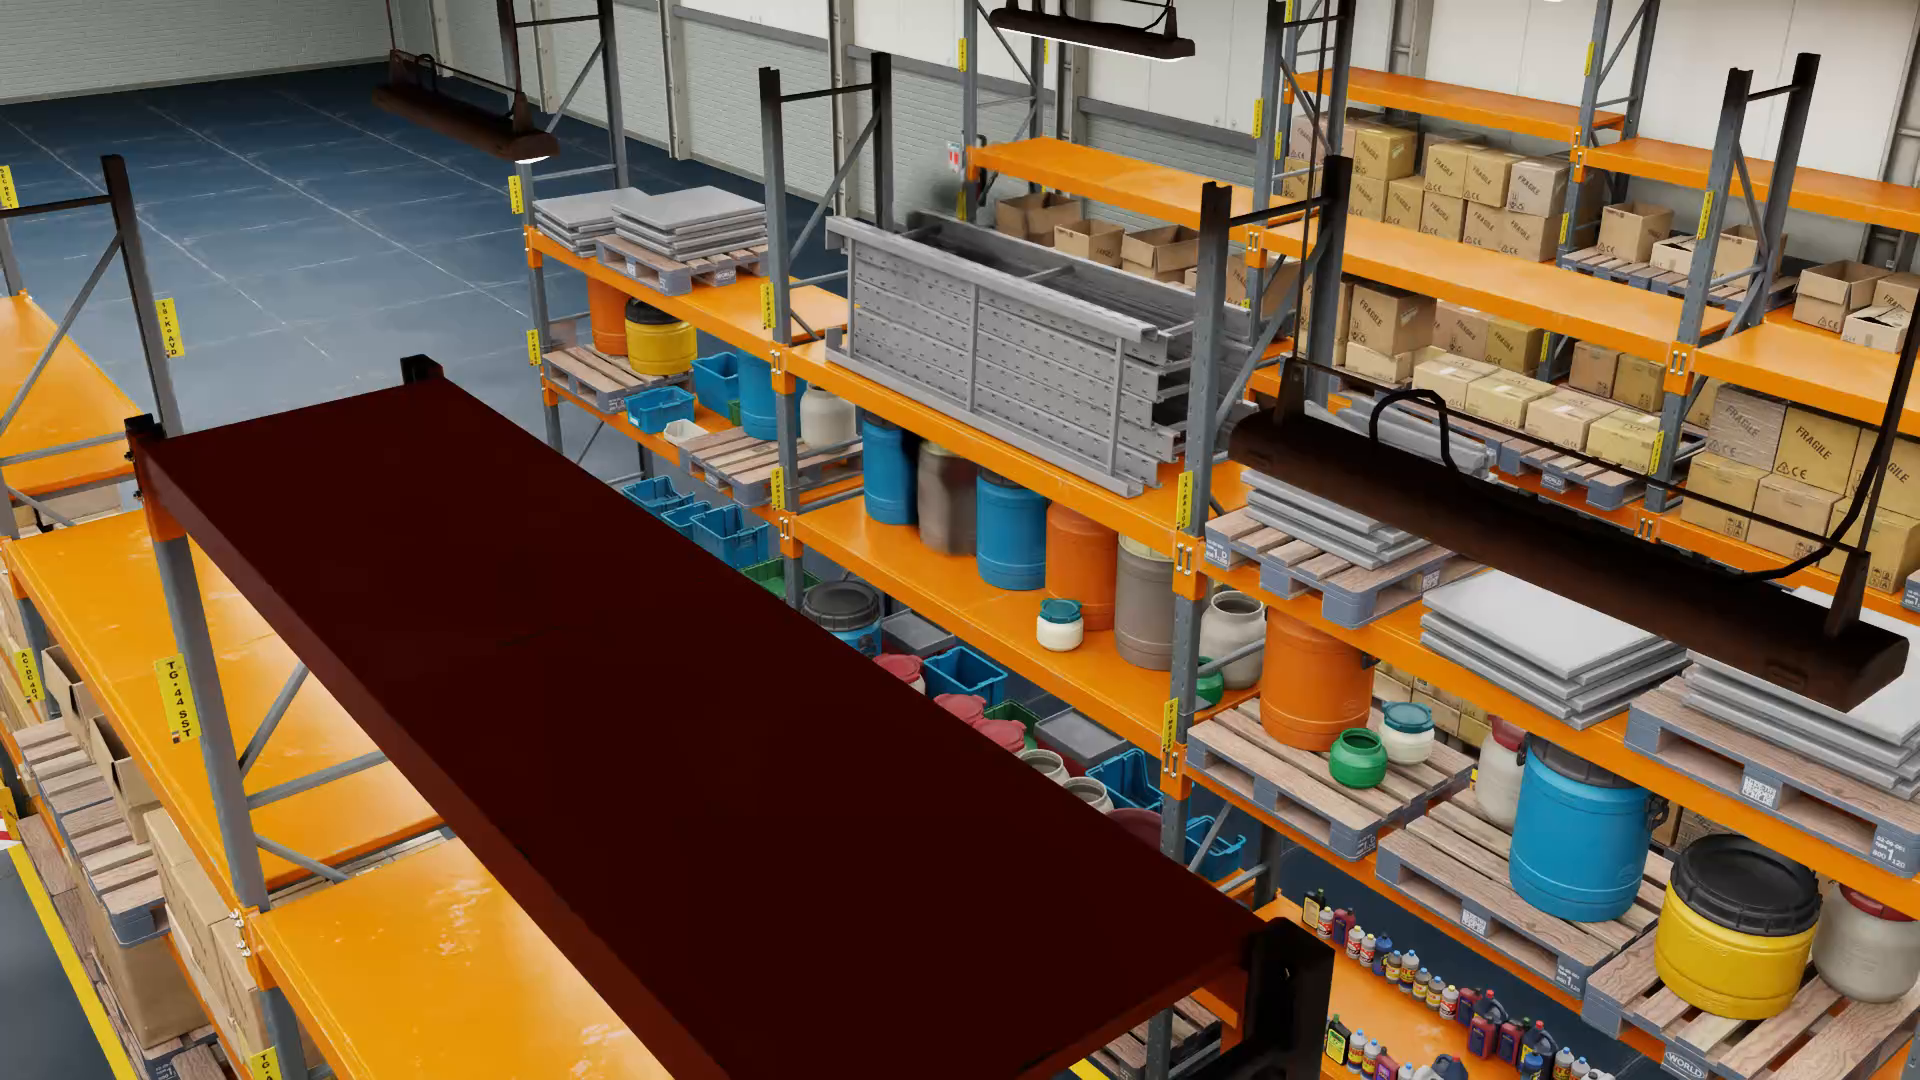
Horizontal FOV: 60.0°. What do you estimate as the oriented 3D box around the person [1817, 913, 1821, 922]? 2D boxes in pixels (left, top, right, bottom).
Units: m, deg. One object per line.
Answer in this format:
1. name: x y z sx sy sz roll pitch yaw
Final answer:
1. person: 5.104 2.948 10.348 0.547 1.612 0.587 20 32 35
